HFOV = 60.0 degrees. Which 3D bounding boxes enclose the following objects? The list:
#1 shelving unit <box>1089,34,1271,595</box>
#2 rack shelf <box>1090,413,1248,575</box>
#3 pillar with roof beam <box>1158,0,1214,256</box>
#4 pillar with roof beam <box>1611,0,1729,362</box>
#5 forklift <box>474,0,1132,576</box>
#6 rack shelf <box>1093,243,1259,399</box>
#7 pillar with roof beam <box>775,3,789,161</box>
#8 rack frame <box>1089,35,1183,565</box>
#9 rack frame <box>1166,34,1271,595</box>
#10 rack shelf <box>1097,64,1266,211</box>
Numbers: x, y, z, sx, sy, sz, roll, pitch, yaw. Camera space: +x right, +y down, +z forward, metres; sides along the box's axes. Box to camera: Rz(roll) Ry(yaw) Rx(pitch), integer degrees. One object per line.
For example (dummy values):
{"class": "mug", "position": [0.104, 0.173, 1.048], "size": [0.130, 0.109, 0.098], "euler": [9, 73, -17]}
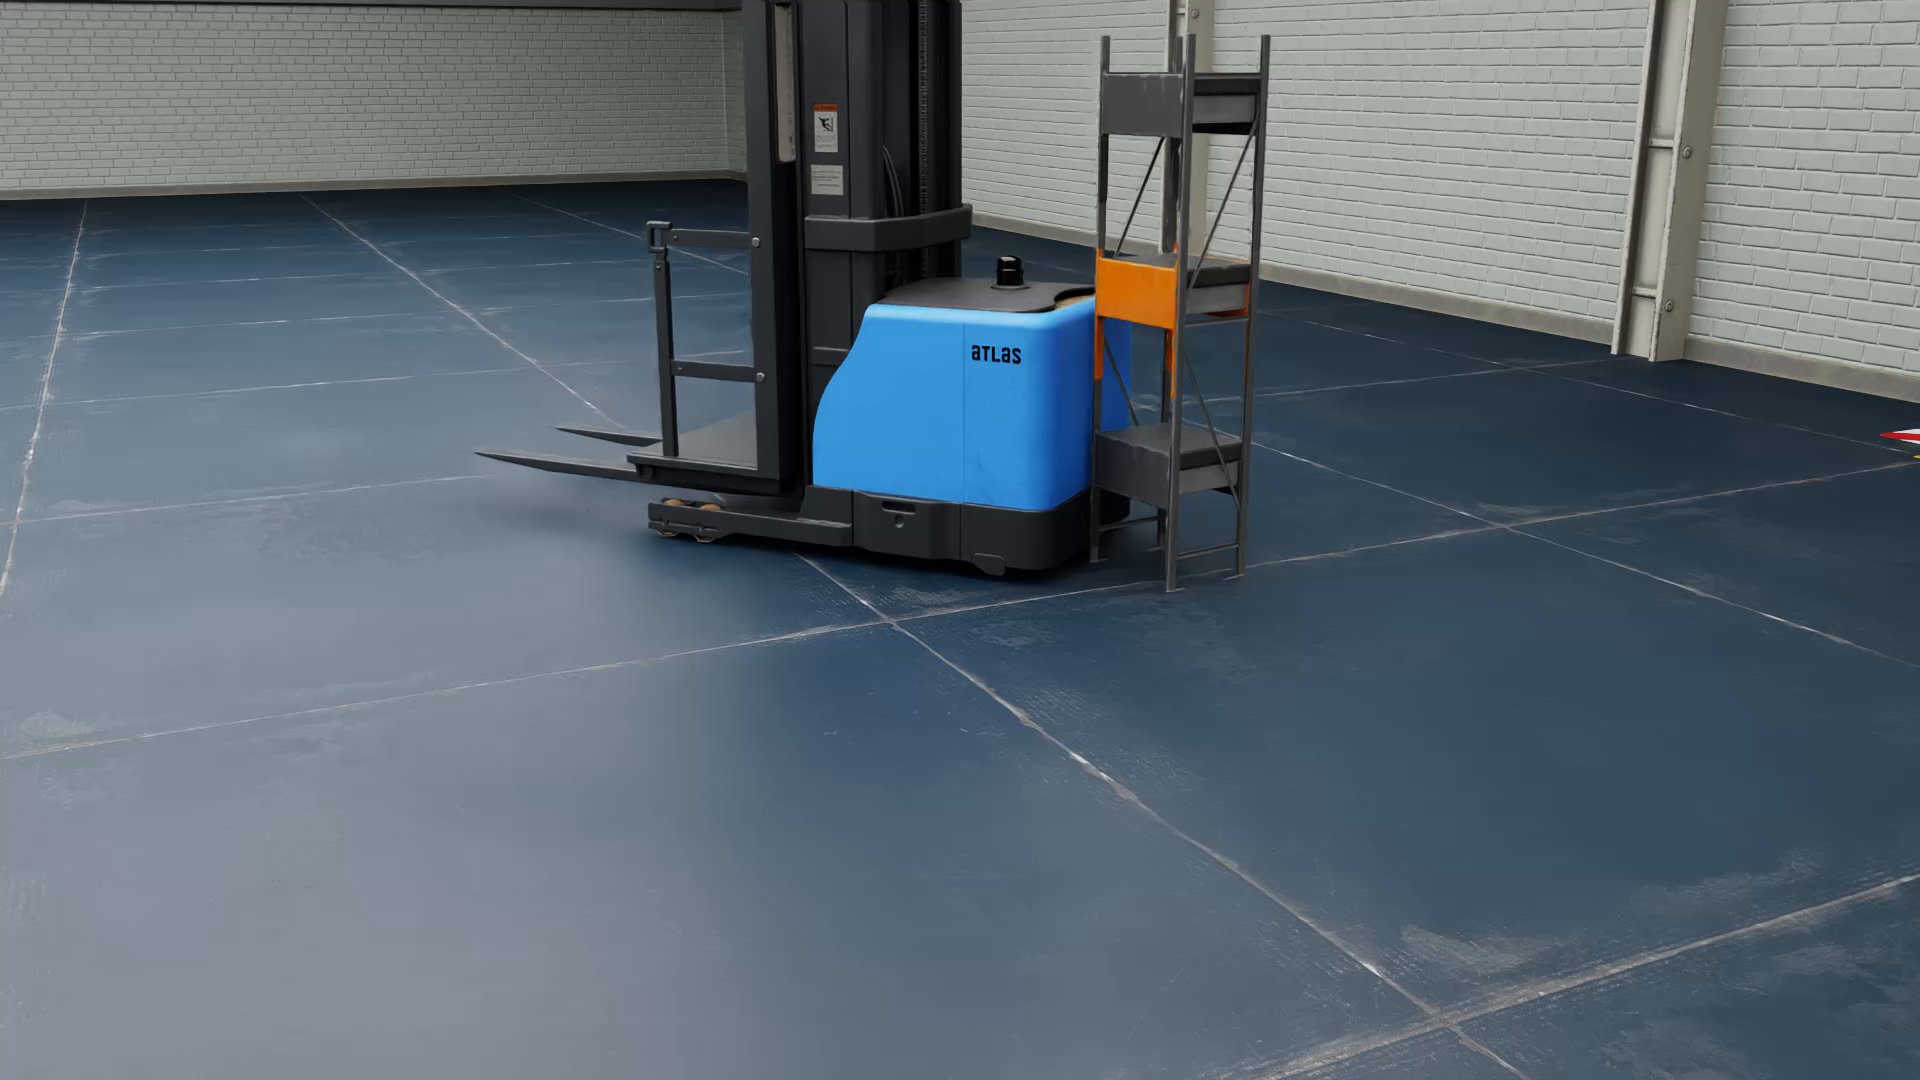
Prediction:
{"class": "shelving unit", "position": [0.842, -0.883, 6.520], "size": [0.431, 2.100, 0.503], "euler": [-10, 19, -32]}
{"class": "rack shelf", "position": [0.842, -0.197, 6.717], "size": [0.431, 0.518, 0.480], "euler": [-10, 19, -32]}
{"class": "pillar with roof beam", "position": [-1.613, -6.602, 13.942], "size": [9.100, 9.000, 0.400], "euler": [-8, 18, -25]}
{"class": "pillar with roof beam", "position": [1.016, -5.114, 8.758], "size": [9.100, 9.000, 0.400], "euler": [-8, 18, -25]}
{"class": "forklift", "position": [-0.803, -1.519, 7.230], "size": [3.031, 2.935, 1.130], "euler": [7, 18, 24]}
{"class": "rack shelf", "position": [0.842, -0.870, 6.524], "size": [0.431, 0.518, 0.480], "euler": [-10, 19, -32]}
{"class": "pillar with roof beam", "position": [-6.870, -9.577, 24.311], "size": [9.100, 9.000, 0.400], "euler": [-8, 18, -25]}
{"class": "rack frame", "position": [0.706, -0.939, 6.715], "size": [0.400, 2.100, 0.015], "euler": [-10, 19, -32]}
{"class": "rack frame", "position": [0.977, -0.827, 6.325], "size": [0.400, 2.100, 0.015], "euler": [-10, 19, -32]}
{"class": "rack shelf", "position": [0.842, -1.542, 6.331], "size": [0.431, 0.518, 0.480], "euler": [-10, 19, -32]}
